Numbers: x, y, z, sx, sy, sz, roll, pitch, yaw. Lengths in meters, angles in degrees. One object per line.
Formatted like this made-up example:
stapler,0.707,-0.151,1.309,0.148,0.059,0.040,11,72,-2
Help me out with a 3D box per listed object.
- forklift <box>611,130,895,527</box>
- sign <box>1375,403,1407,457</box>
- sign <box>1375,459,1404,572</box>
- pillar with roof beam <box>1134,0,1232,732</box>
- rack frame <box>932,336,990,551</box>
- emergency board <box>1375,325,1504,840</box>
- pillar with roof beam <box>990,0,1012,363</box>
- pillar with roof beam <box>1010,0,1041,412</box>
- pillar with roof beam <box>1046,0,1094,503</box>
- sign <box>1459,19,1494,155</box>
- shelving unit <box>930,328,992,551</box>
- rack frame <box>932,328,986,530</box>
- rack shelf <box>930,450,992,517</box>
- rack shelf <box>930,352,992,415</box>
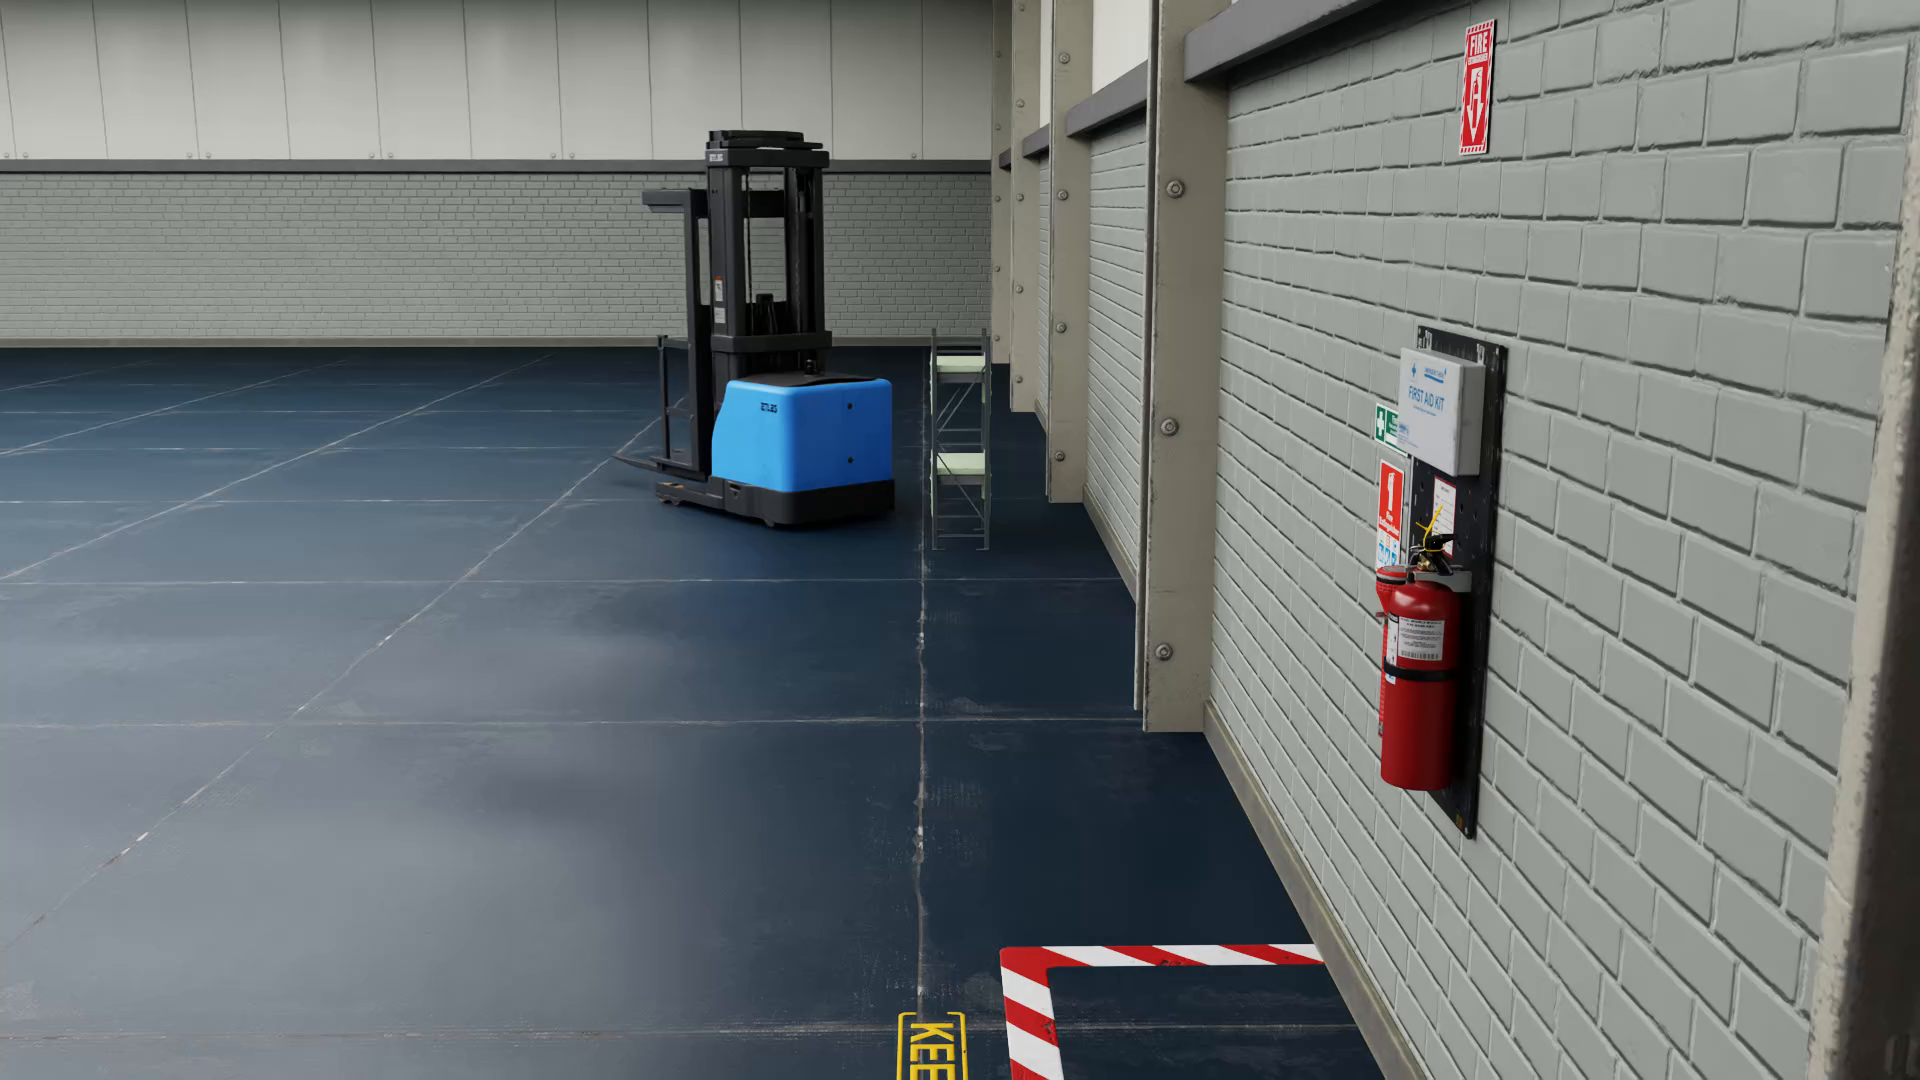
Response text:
forklift,-1.835,-1.770,13.410,1.130,2.935,3.031,-9,15,-39
sign,1.196,-0.308,4.611,0.001,0.109,0.331,0,11,-1
sign,1.205,-0.049,4.669,0.001,0.329,0.234,0,11,-1
pillar with roof beam,-3.302,-3.545,6.901,9.100,9.000,0.400,0,11,-1
rack frame,0.007,-0.664,11.558,0.400,1.500,0.023,0,11,-1
emergency board,1.113,0.078,4.128,0.194,1.169,0.643,0,11,-1
pillar with roof beam,-3.674,-7.123,24.538,9.100,9.000,0.400,0,11,-1
pillar with roof beam,-3.550,-5.931,18.659,9.100,9.000,0.400,0,11,-1
pillar with roof beam,-3.426,-4.738,12.780,9.100,9.000,0.400,0,11,-1
sign,1.213,-1.060,3.908,0.001,0.298,0.199,0,11,-1
shelving unit,0.000,-0.736,11.917,0.431,1.500,0.755,0,11,-1
rack frame,-0.008,-0.809,12.275,0.400,1.500,0.023,0,11,-1
rack shelf,0.000,-0.417,11.981,0.431,0.370,0.720,0,11,-1
rack shelf,0.000,-1.119,11.839,0.431,0.370,0.720,0,11,-1
